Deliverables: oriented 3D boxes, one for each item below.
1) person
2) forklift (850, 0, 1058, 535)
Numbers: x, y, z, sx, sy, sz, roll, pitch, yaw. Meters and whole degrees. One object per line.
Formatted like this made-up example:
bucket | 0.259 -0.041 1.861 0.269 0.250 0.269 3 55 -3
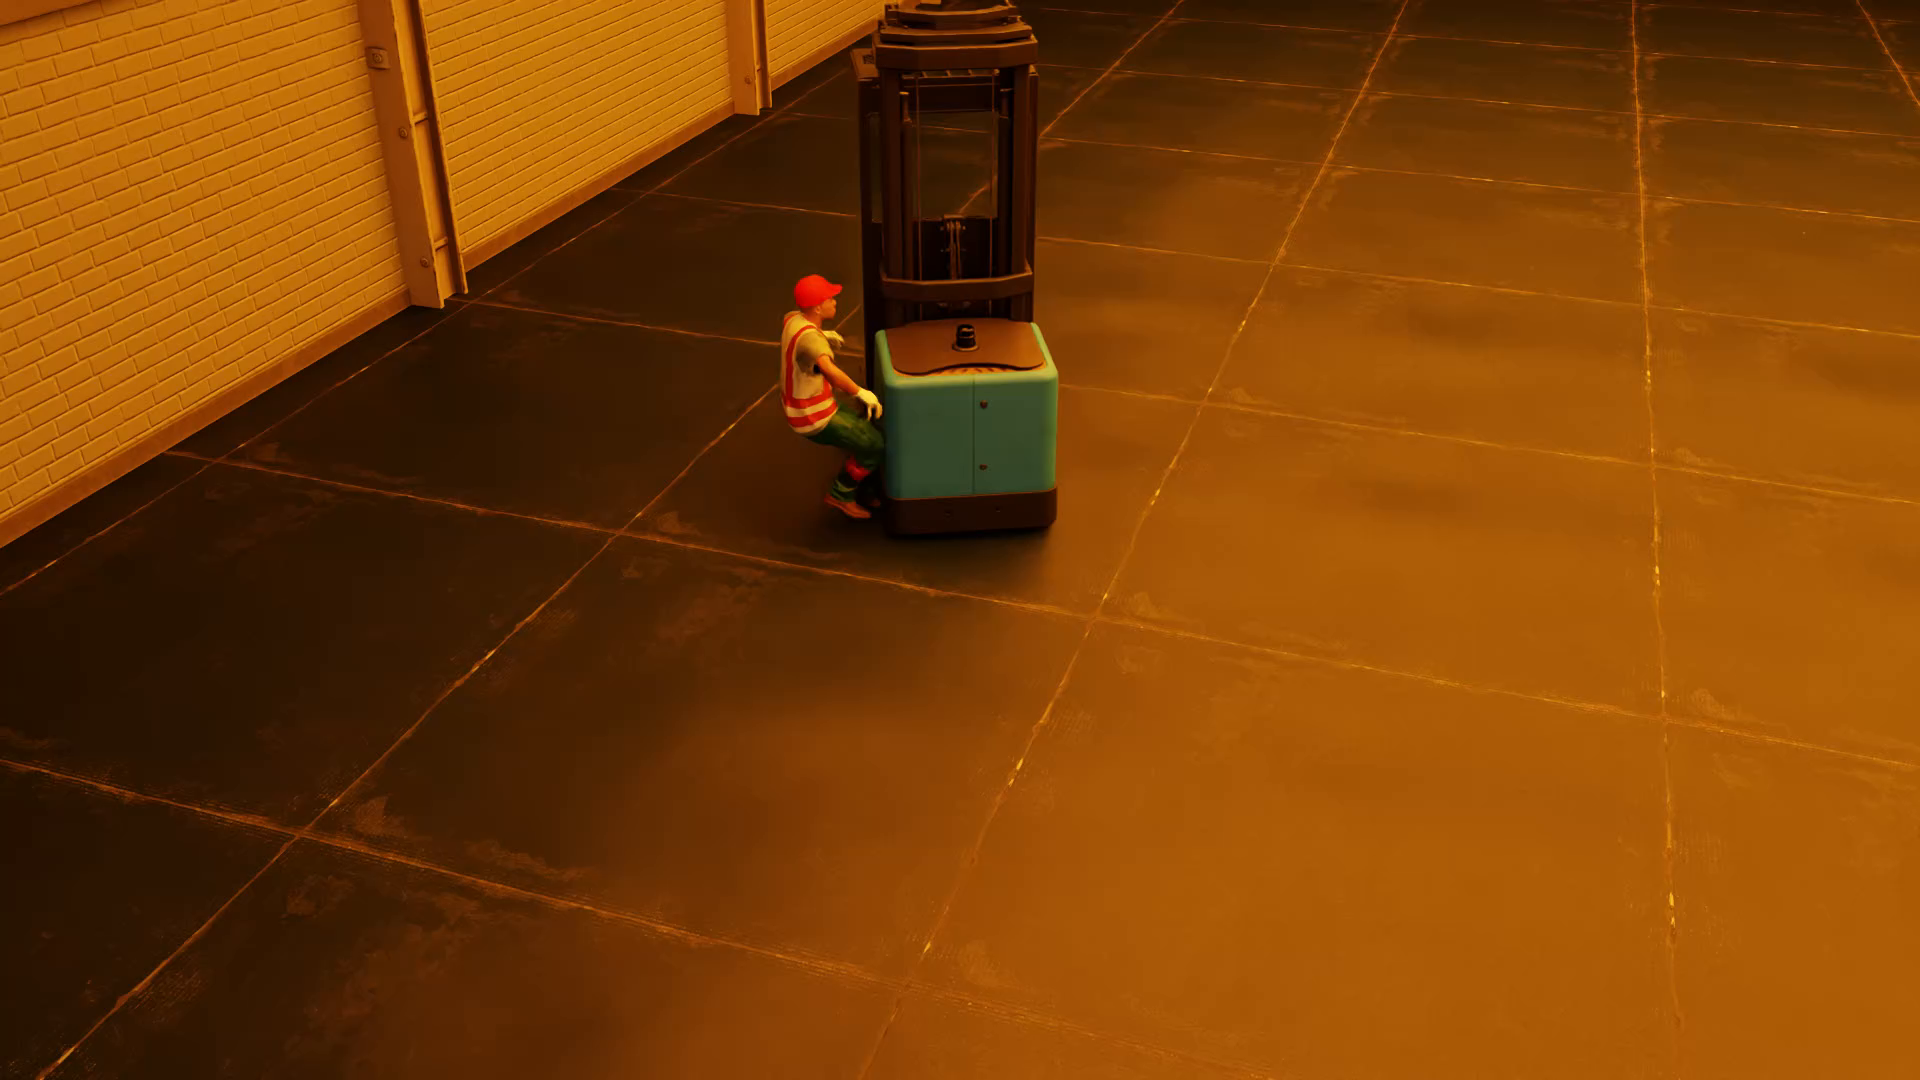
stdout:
person | -0.650 -0.832 9.928 0.829 1.627 1.105 -7 30 -13
forklift | -0.103 -2.011 10.665 1.130 2.935 3.031 -3 30 -6
